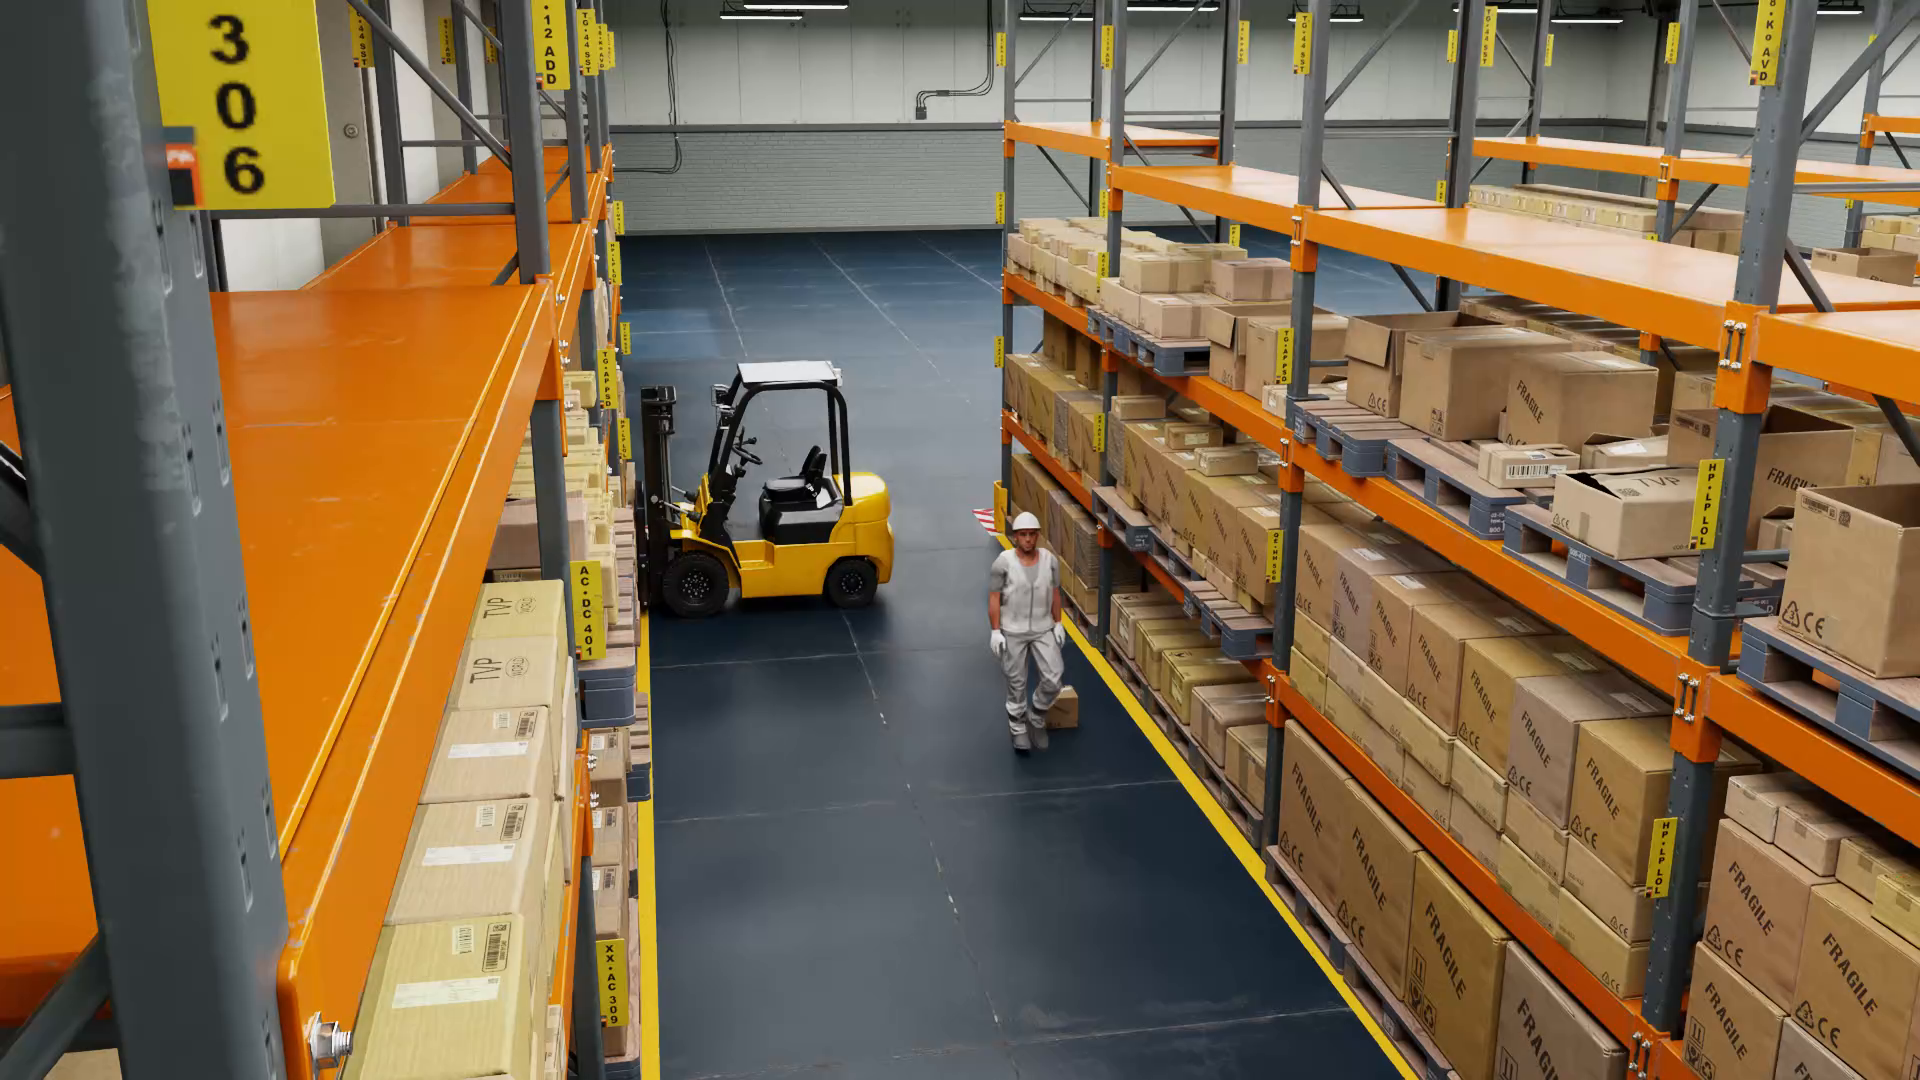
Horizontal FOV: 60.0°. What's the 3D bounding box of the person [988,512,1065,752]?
[{"bbox_3d":[0.504,0.693,12.029,0.594,1.804,0.467,-3,16,-10],"label":"person"}]
